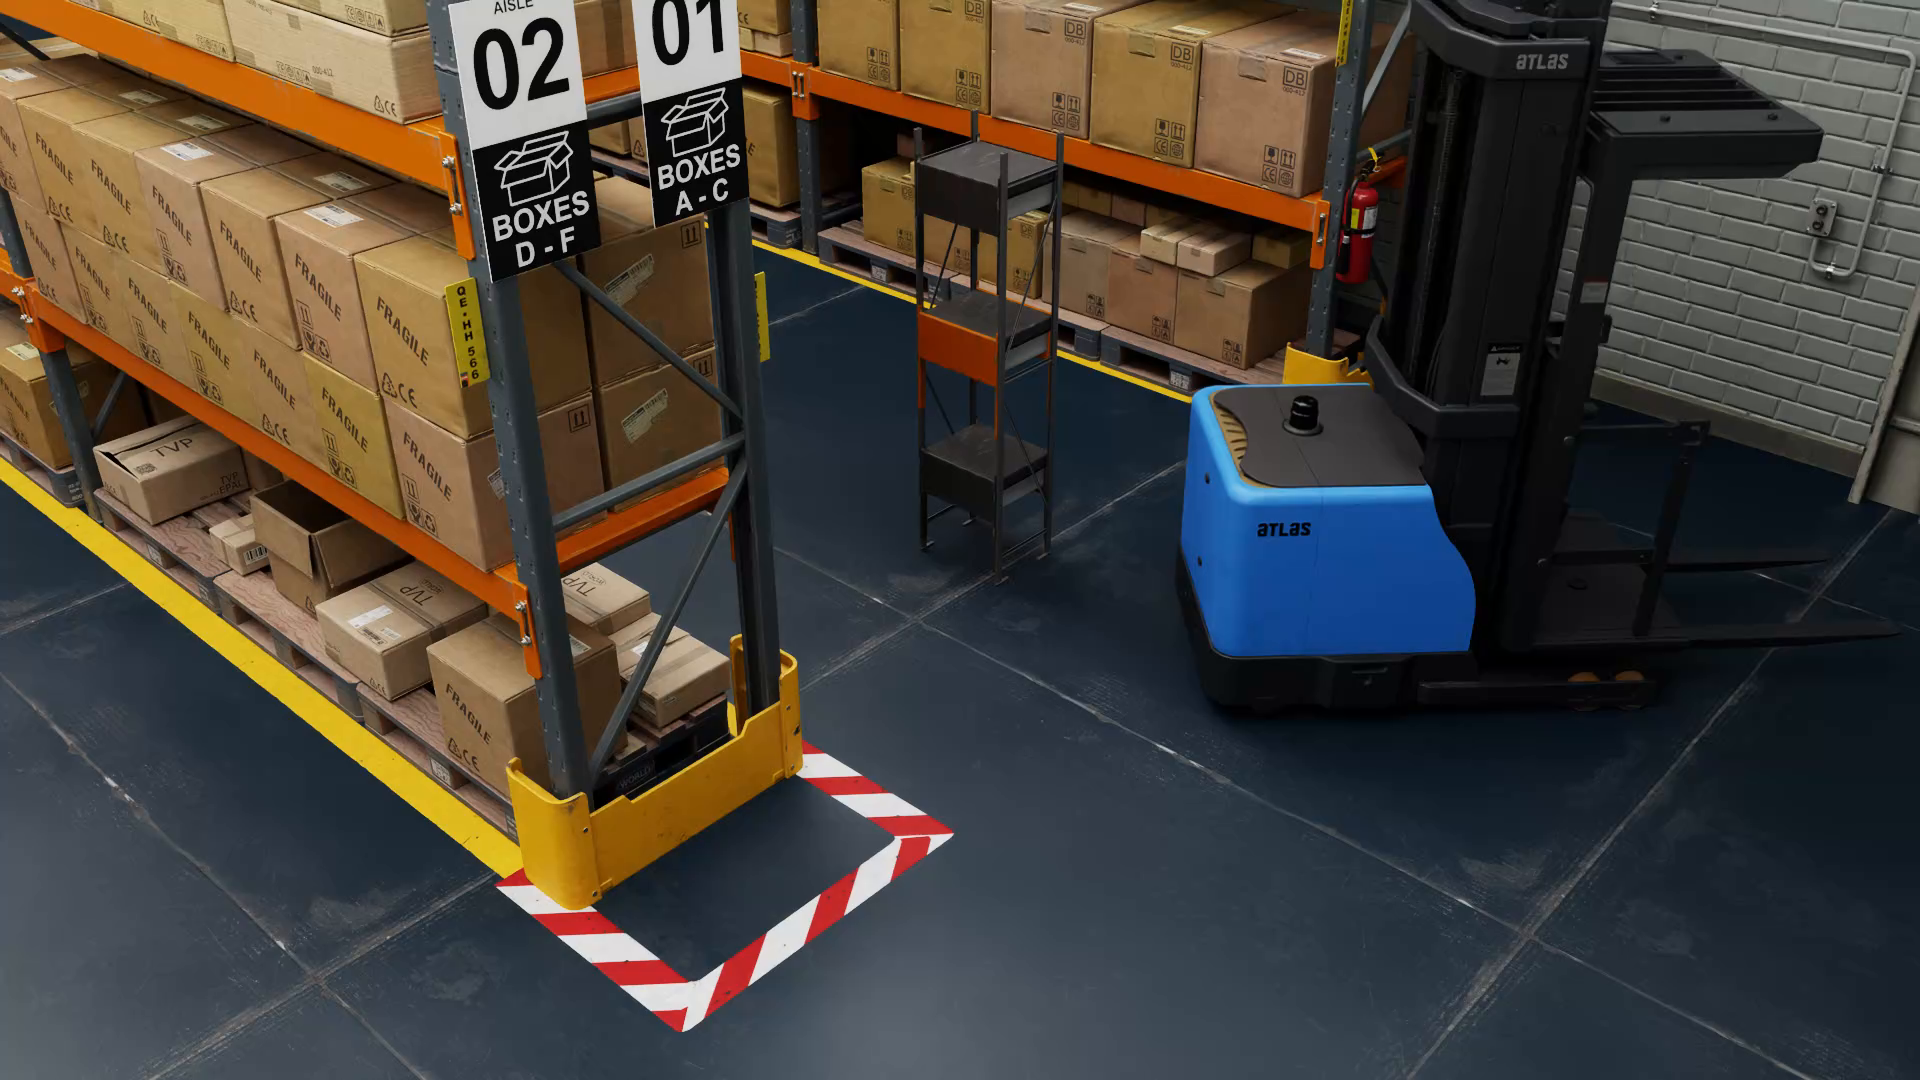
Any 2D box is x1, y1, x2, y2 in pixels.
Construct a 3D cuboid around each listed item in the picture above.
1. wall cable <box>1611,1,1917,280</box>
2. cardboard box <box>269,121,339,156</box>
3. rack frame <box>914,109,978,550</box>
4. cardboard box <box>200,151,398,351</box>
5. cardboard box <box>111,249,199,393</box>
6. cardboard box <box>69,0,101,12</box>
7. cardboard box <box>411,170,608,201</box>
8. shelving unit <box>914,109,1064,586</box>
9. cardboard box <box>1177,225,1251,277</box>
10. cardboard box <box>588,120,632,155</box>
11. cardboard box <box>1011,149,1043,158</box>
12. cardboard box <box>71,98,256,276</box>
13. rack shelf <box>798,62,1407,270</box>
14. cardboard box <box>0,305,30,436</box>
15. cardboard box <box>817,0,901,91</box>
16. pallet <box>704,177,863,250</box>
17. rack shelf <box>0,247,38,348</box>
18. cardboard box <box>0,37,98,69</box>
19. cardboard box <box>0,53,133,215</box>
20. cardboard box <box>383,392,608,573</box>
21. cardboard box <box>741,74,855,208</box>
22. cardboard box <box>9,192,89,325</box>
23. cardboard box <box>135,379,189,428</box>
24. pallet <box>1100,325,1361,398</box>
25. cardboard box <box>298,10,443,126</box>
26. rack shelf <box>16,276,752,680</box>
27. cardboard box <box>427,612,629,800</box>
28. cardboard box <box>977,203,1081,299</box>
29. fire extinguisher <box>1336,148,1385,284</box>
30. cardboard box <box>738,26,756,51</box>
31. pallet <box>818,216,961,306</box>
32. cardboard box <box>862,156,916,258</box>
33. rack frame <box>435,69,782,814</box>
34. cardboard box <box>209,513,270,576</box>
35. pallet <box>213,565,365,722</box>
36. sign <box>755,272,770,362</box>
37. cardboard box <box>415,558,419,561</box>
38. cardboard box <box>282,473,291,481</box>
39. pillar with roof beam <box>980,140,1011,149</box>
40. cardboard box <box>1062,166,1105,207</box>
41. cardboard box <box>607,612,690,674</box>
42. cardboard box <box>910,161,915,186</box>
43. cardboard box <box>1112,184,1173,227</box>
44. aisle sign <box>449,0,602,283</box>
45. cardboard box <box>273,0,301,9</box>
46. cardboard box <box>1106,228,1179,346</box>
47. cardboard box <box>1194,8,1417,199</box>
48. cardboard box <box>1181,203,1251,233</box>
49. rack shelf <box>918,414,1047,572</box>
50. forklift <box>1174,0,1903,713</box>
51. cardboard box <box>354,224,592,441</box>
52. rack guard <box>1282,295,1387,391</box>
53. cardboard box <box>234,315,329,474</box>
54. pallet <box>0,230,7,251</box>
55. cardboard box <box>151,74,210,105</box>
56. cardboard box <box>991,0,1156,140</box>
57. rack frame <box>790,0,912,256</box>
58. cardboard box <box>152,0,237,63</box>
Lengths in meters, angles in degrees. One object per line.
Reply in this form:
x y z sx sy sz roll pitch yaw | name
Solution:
3.834 -2.435 8.402 1.851 1.984 0.084 25 39 35 | wall cable
-2.361 -1.440 6.667 0.500 0.500 0.500 25 39 35 | cardboard box
-0.058 -0.927 7.754 0.015 2.100 0.400 25 39 35 | rack frame
-2.348 -1.058 6.033 0.500 0.500 0.500 26 40 36 | cardboard box
-3.091 -0.983 6.877 0.500 0.500 0.500 25 39 35 | cardboard box
-3.105 -2.180 6.200 0.500 0.250 0.500 25 39 35 | cardboard box
-1.616 -1.090 6.085 0.500 0.500 0.500 25 39 36 | cardboard box
0.123 -0.842 7.613 0.503 2.100 0.431 25 39 35 | shelving unit
1.447 -1.647 9.465 0.250 0.149 0.380 25 39 35 | cardboard box
-2.579 -3.499 12.831 0.750 0.750 0.750 25 39 35 | cardboard box
0.384 -2.408 10.730 0.250 0.149 0.380 24 38 34 | cardboard box
-3.113 -1.414 6.625 0.500 0.500 0.500 24 38 34 | cardboard box
0.767 -2.466 10.135 4.000 0.370 1.077 25 39 35 | rack shelf
-4.956 -0.923 8.873 0.500 0.500 0.500 25 39 35 | cardboard box
-0.324 -3.400 10.699 0.700 0.700 0.980 26 39 36 | cardboard box
-1.338 -2.509 12.214 1.213 0.211 1.003 25 39 35 | pallet
-5.520 -1.954 9.286 4.000 0.370 1.077 25 39 35 | rack shelf
-4.790 -2.256 8.586 0.700 0.500 0.500 -22 38 -32 | cardboard box
-3.876 -1.771 7.217 0.500 0.500 0.500 26 40 36 | cardboard box
-1.586 -0.280 5.709 0.500 0.500 0.500 26 40 36 | cardboard box
-1.285 -2.900 11.836 0.750 0.750 0.750 26 39 36 | cardboard box
-3.842 -1.333 7.458 0.500 0.500 0.500 26 40 36 | cardboard box
-4.232 -0.949 8.914 0.500 0.500 0.500 23 38 33 | cardboard box
1.605 -1.134 9.929 1.213 0.211 1.003 25 39 35 | pallet
-1.629 -1.484 5.044 0.500 0.250 0.500 25 39 35 | cardboard box
-2.554 -0.570 6.986 4.000 0.370 1.077 25 39 35 | rack shelf
-1.639 0.602 6.338 0.500 0.500 0.500 25 39 35 | cardboard box
0.519 -1.923 10.553 0.500 0.500 0.700 26 40 36 | cardboard box
2.052 -1.660 8.536 0.183 0.674 0.296 25 39 35 | fire extinguisher
-1.359 -3.454 11.303 0.250 0.149 0.380 26 40 36 | cardboard box
-0.204 -1.978 11.331 1.213 0.211 1.003 25 39 35 | pallet
-0.230 -2.277 11.140 0.500 0.500 0.700 26 39 36 | cardboard box
-1.071 -0.186 5.651 0.127 3.000 1.000 25 39 35 | rack frame
-3.223 -0.021 7.698 0.250 0.166 0.380 25 39 35 | cardboard box
-2.619 0.285 7.573 1.213 0.211 1.003 25 39 35 | pallet
-0.707 -0.764 5.772 0.005 0.325 0.100 25 39 35 | sign
-2.025 0.161 7.314 0.500 0.250 0.500 25 39 35 | cardboard box
-2.868 -0.259 7.952 0.500 0.311 0.500 25 39 35 | cardboard box
-2.505 -4.478 6.964 0.400 9.000 9.100 25 39 35 | pillar with roof beam
0.762 -2.232 10.436 0.250 0.149 0.380 24 39 34 | cardboard box
-1.336 0.477 6.871 0.250 0.166 0.380 25 39 35 | cardboard box
-0.098 -2.366 10.660 0.250 0.149 0.380 27 40 37 | cardboard box
1.141 -2.055 10.143 0.250 0.149 0.380 26 39 36 | cardboard box
-1.226 -1.159 4.746 0.004 0.787 0.394 25 39 35 | aisle sign
-1.994 -1.874 5.207 0.500 0.250 0.500 25 39 35 | cardboard box
1.293 -1.568 9.962 0.500 0.500 0.700 25 39 35 | cardboard box
1.865 -2.383 9.009 0.700 0.700 0.980 27 40 37 | cardboard box
1.515 -1.881 9.853 0.250 0.149 0.380 25 39 35 | cardboard box
0.123 -0.231 7.981 0.480 0.518 0.431 25 39 35 | rack shelf
2.534 -0.803 6.742 3.031 2.935 1.130 -1 31 -2 | forklift
-1.586 -0.706 5.448 0.500 0.500 0.500 25 39 35 | cardboard box
2.268 -1.002 9.430 0.348 0.500 1.175 25 39 35 | rack guard
-2.339 -0.633 6.296 0.500 0.500 0.500 25 39 35 | cardboard box
-4.556 -1.806 8.528 1.213 0.211 1.003 25 39 35 | pallet
-3.106 -1.789 7.247 0.500 0.500 0.500 24 39 34 | cardboard box
0.759 -2.898 9.864 0.700 0.700 0.980 23 38 33 | cardboard box
-0.715 -3.466 11.099 0.127 3.000 1.000 25 39 35 | rack frame
-2.372 -1.829 5.617 0.500 0.250 0.500 25 39 35 | cardboard box
